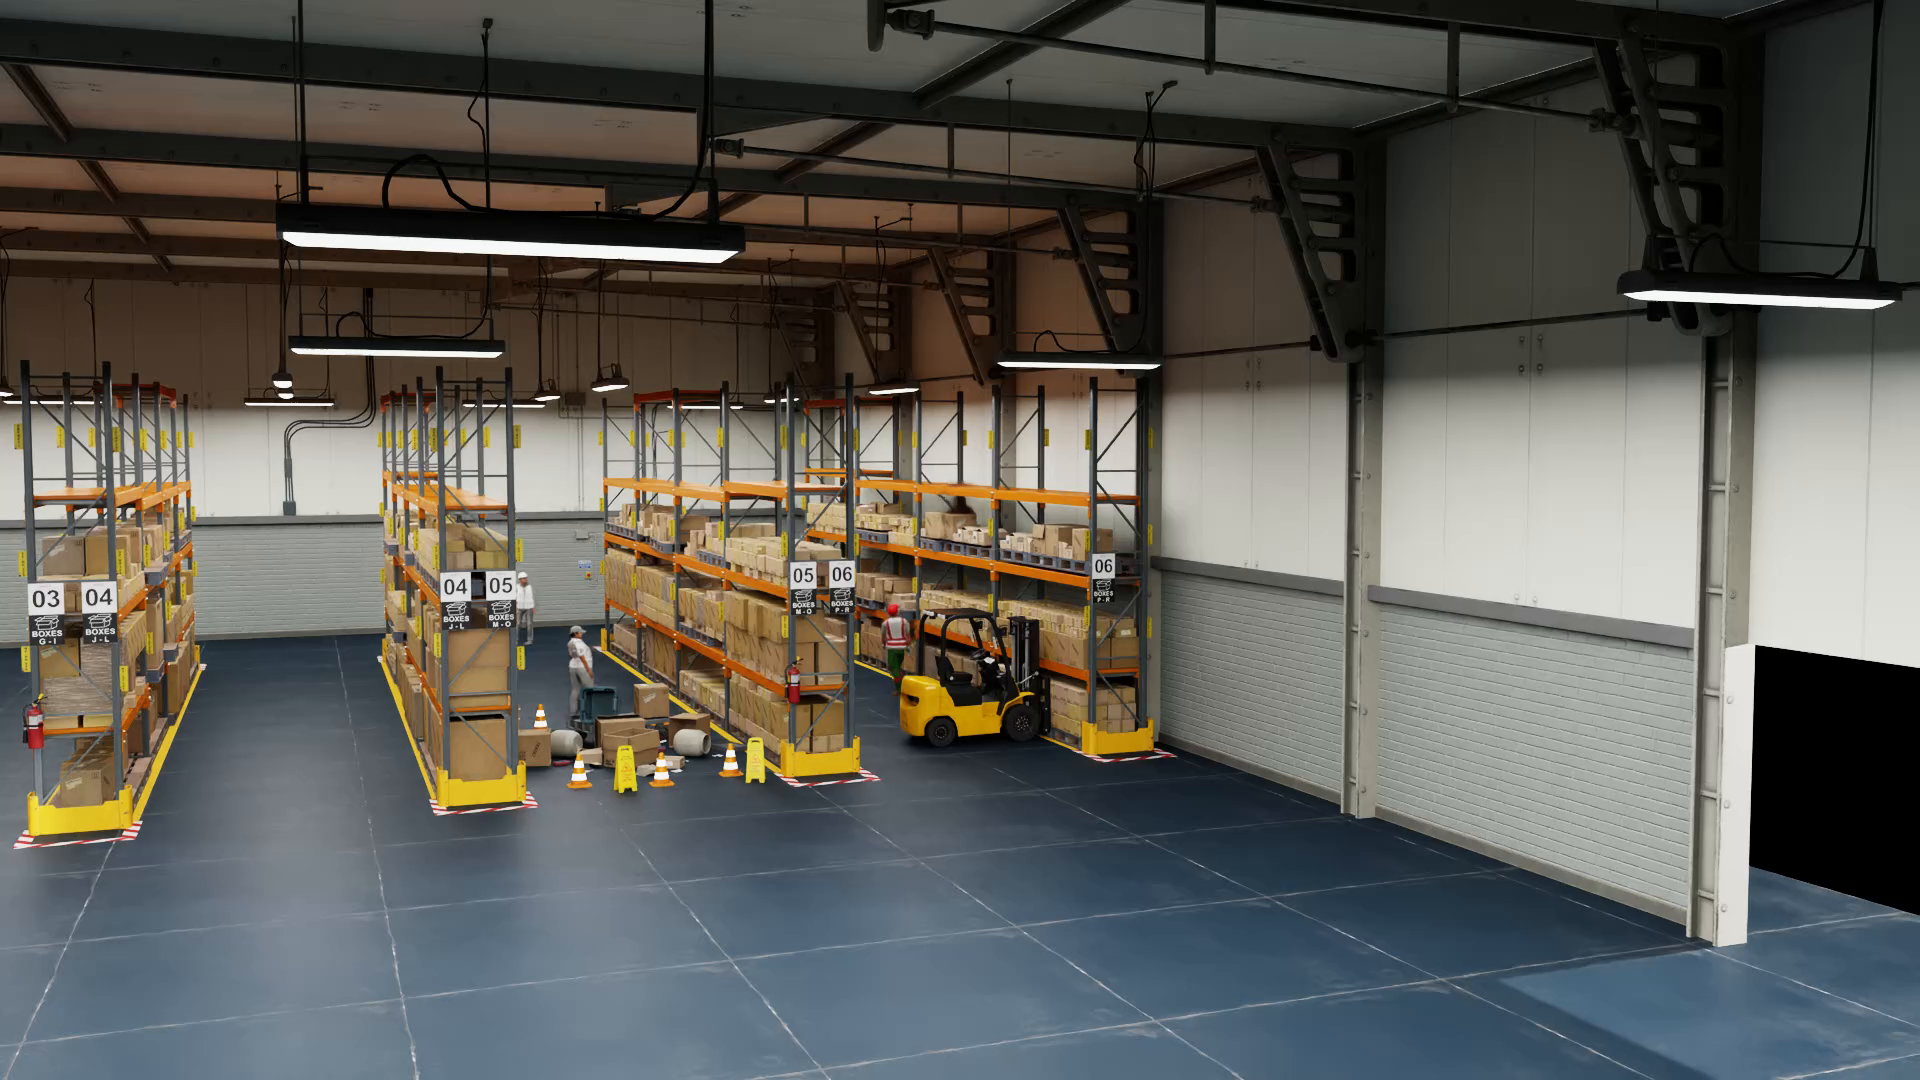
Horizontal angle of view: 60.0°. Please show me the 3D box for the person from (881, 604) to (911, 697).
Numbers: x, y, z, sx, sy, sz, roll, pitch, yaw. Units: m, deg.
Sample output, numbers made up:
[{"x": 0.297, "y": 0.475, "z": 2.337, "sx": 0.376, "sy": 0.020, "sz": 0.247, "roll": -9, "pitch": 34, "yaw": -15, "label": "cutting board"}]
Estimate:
[{"x": -1.256, "y": 2.078, "z": 31.329, "sx": 0.535, "sy": 1.790, "sz": 0.642, "roll": -2, "pitch": 4, "yaw": -34, "label": "person"}]

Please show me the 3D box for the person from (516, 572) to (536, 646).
[{"x": -10.665, "y": 1.680, "z": 40.659, "sx": 0.577, "sy": 1.777, "sz": 0.470, "roll": 0, "pitch": 3, "yaw": -8, "label": "person"}]

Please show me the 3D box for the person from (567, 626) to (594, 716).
[{"x": -6.843, "y": 2.372, "z": 30.080, "sx": 0.572, "sy": 1.656, "sz": 0.431, "roll": 2, "pitch": 4, "yaw": 33, "label": "person"}]
